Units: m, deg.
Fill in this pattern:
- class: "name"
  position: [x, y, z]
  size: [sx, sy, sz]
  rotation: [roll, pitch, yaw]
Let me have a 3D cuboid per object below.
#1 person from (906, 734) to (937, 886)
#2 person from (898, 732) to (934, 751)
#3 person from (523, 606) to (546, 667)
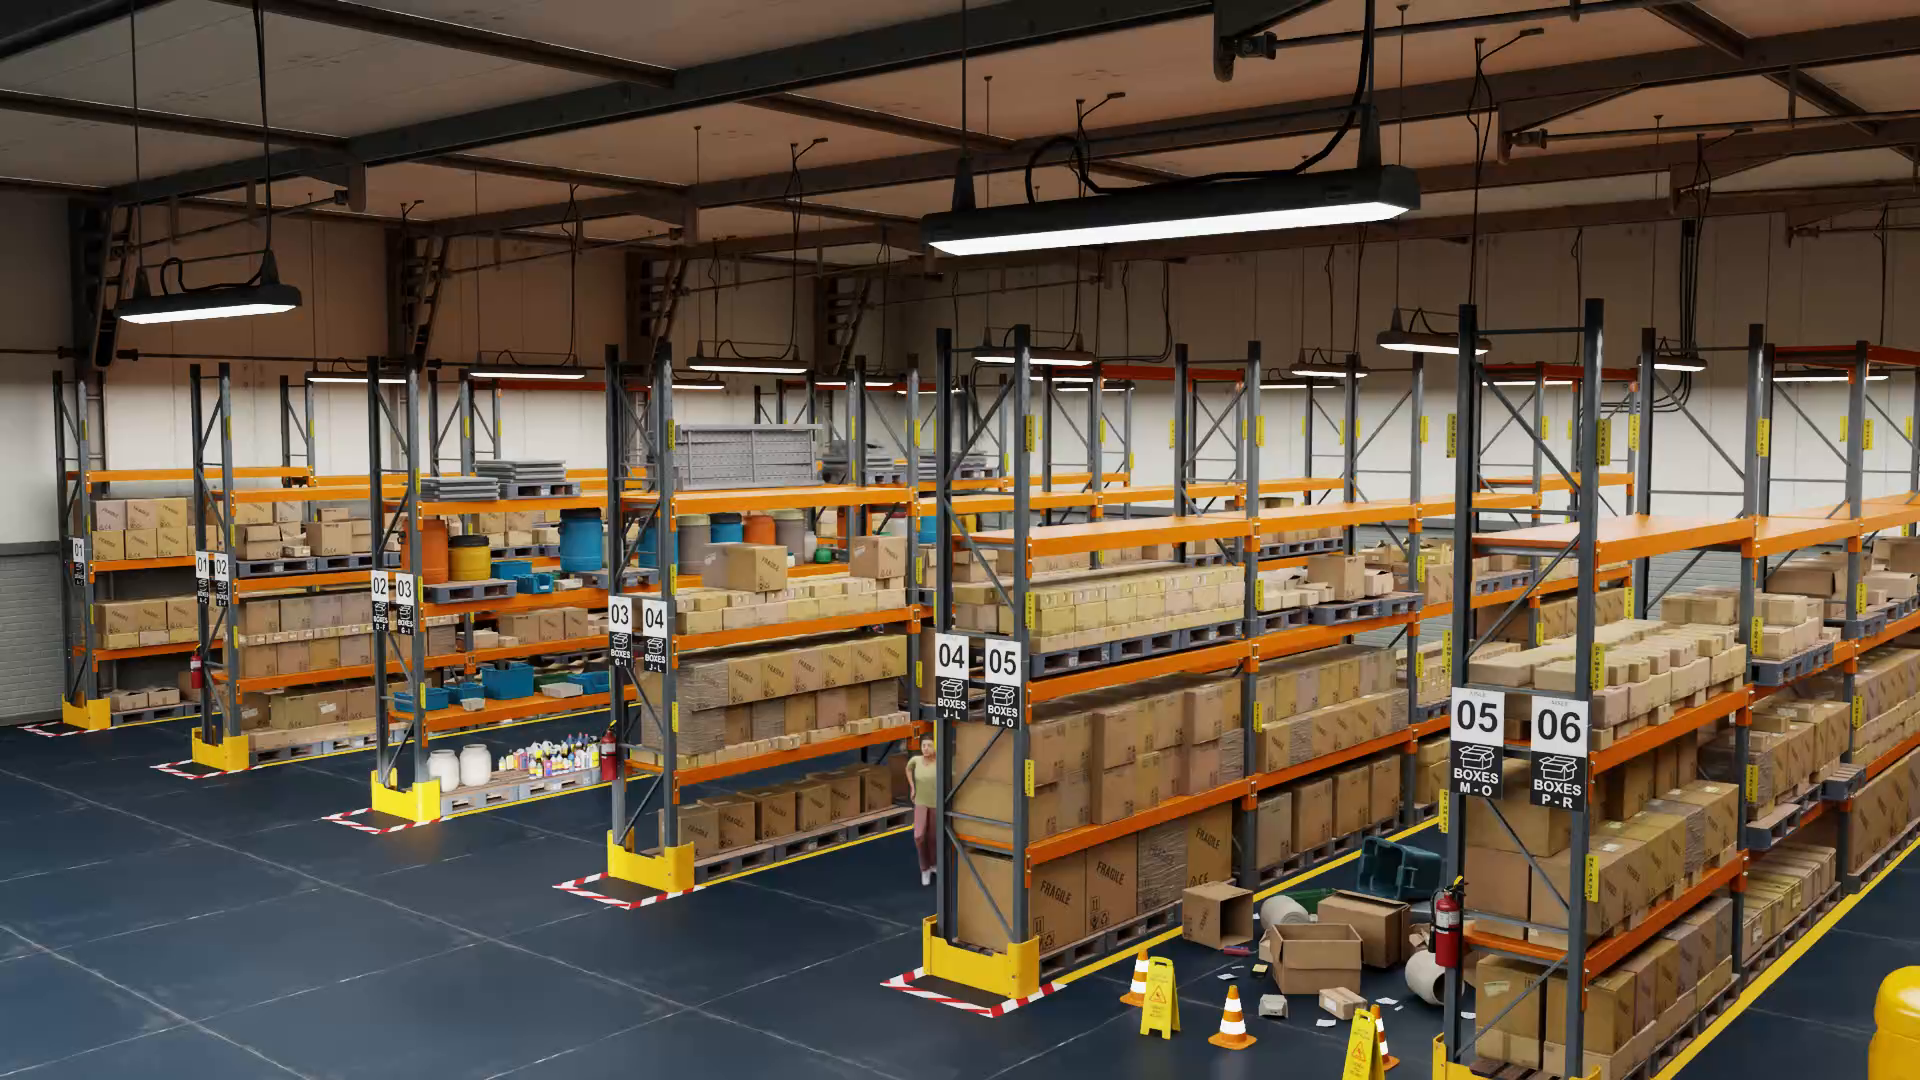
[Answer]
- class: "person"
  position: [-0.356, 3.004, 18.603]
  size: [0.579, 1.695, 0.741]
  rotation: [1, 4, 10]
- class: "person"
  position: [-0.638, 2.403, 26.384]
  size: [0.662, 1.790, 1.036]
  rotation: [2, 5, 28]
- class: "person"
  position: [-8.159, 1.982, 31.926]
  size: [0.640, 1.835, 0.907]
  rotation: [3, 5, 31]
